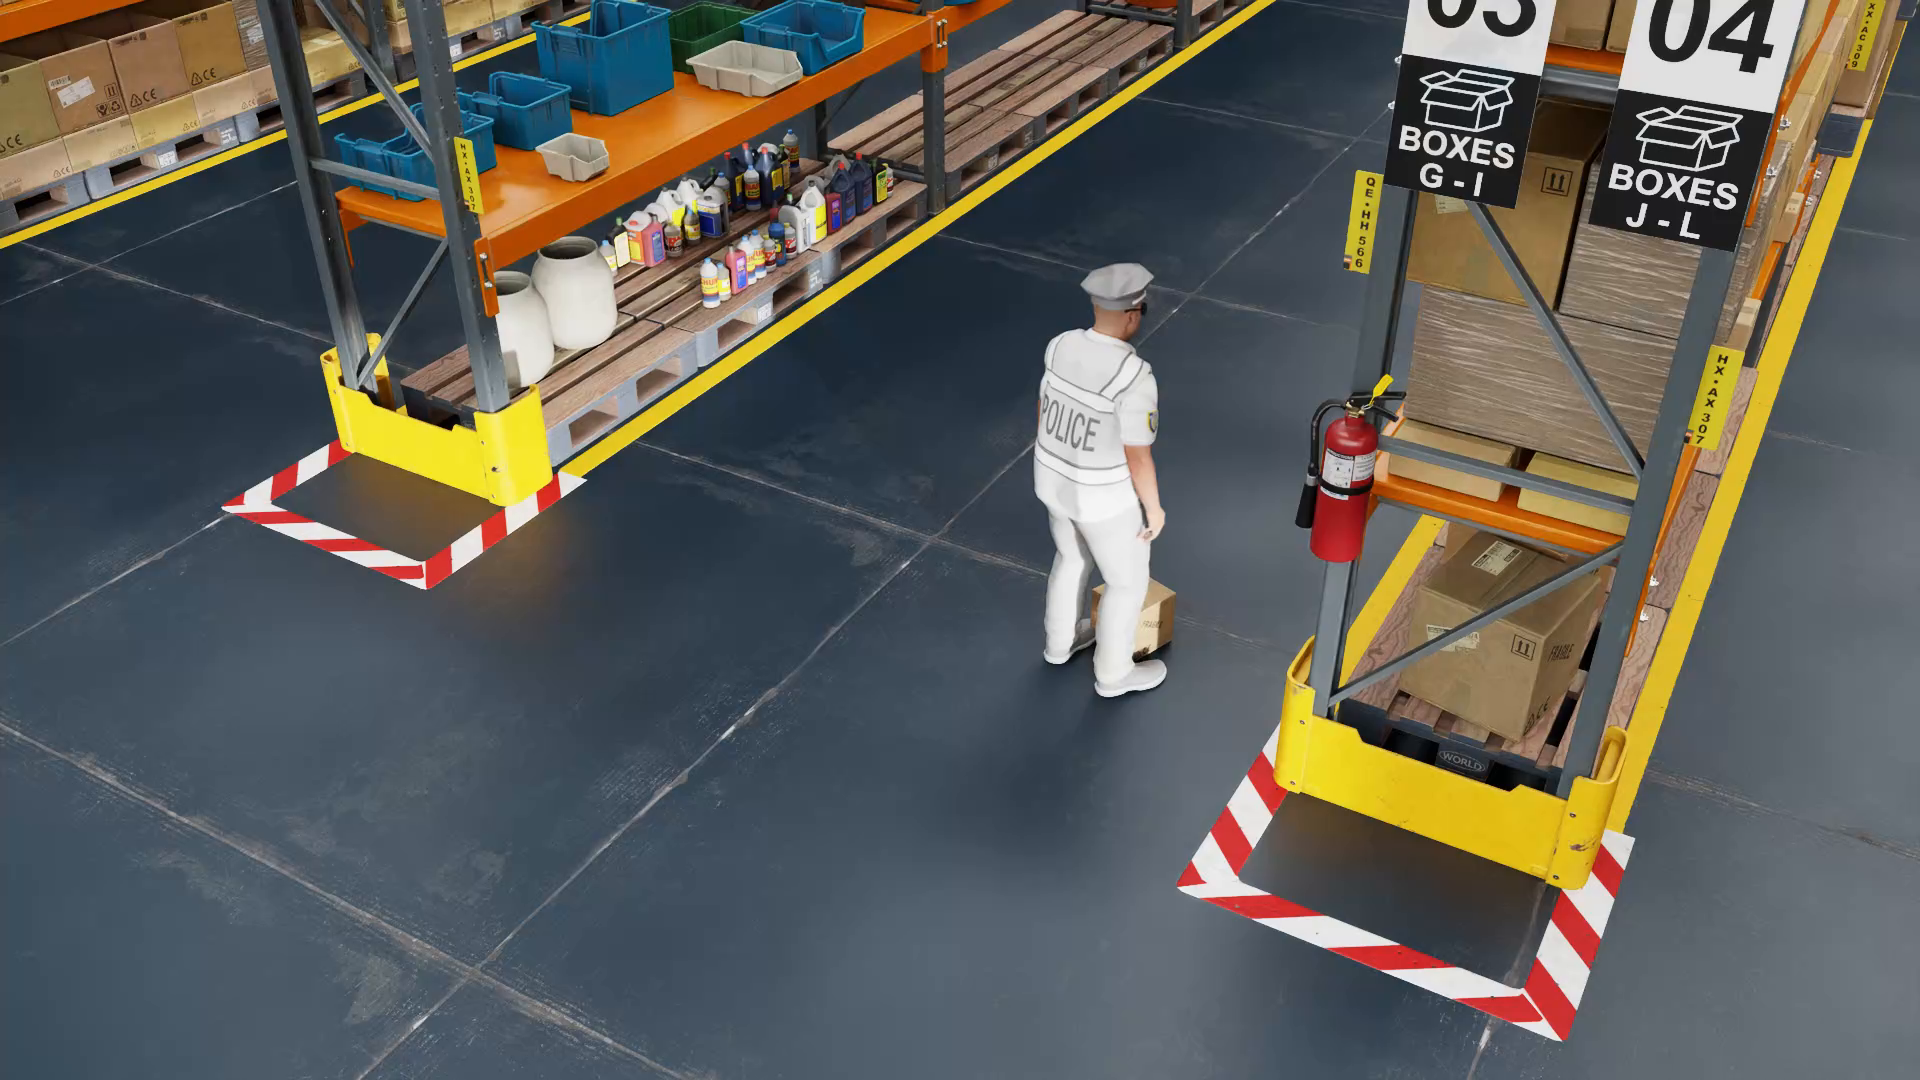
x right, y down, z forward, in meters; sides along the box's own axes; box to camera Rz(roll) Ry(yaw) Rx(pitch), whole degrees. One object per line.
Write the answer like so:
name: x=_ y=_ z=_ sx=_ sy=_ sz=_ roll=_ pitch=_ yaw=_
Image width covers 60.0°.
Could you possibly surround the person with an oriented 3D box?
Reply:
person: x=0.528 y=-0.203 z=6.436 sx=0.435 sy=1.749 sz=0.585 roll=-26 pitch=42 yaw=-33
